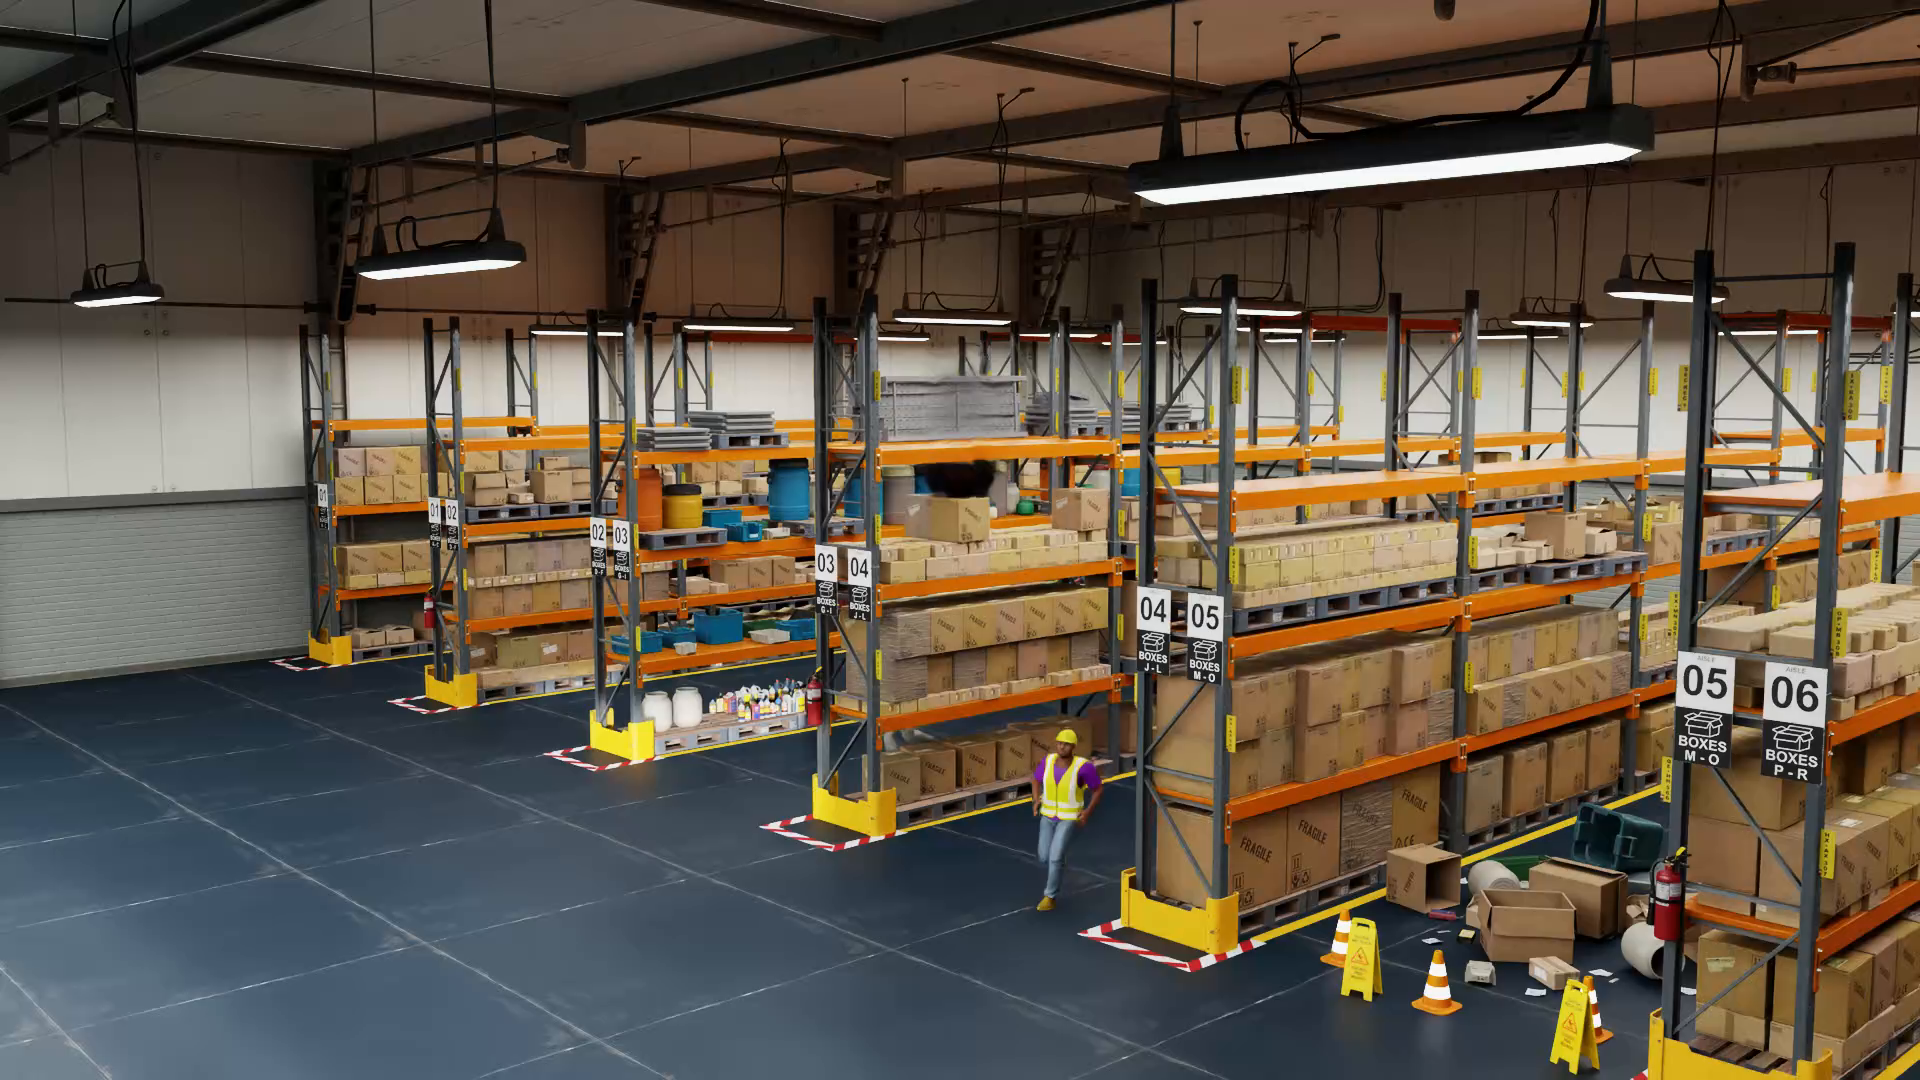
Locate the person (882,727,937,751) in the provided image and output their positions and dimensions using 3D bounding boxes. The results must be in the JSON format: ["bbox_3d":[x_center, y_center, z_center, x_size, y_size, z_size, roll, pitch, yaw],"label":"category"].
[{"bbox_3d":[-0.719,2.126,21.598,0.645,1.767,0.856,5,8,42],"label":"person"}]

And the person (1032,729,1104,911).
[{"bbox_3d":[1.027,2.686,16.185,0.732,1.748,0.727,3,6,24],"label":"person"}]

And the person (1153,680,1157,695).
[{"bbox_3d":[2.911,1.752,25.866,0.638,1.637,0.581,-6,8,-44],"label":"person"}]
